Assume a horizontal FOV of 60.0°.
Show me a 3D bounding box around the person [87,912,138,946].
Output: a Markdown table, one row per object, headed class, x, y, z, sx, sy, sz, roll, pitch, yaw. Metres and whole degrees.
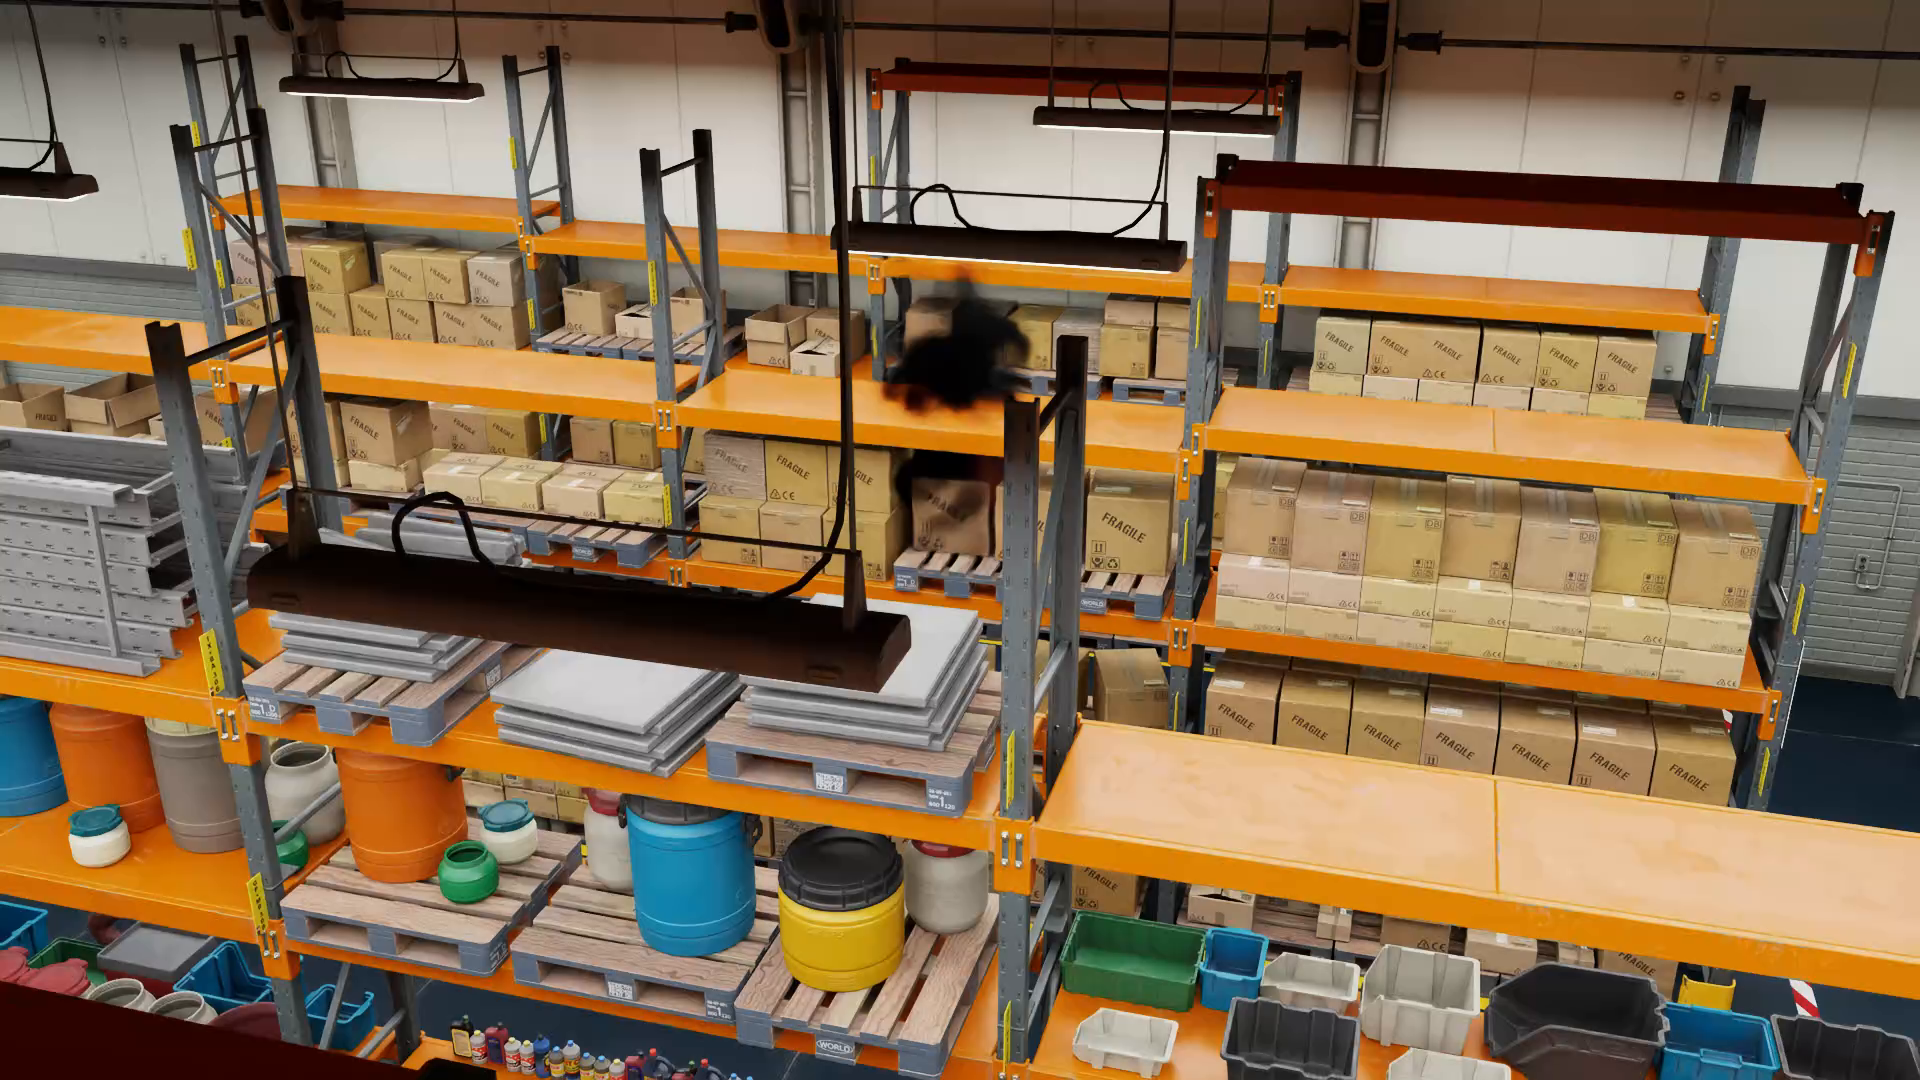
| class | x | y | z | sx | sy | sz | roll | pitch | yaw |
| --- | --- | --- | --- | --- | --- | --- | --- | --- | --- |
| person | -6.078 | 2.690 | 12.273 | 0.756 | 1.308 | 0.531 | 10 | 24 | 22 |
